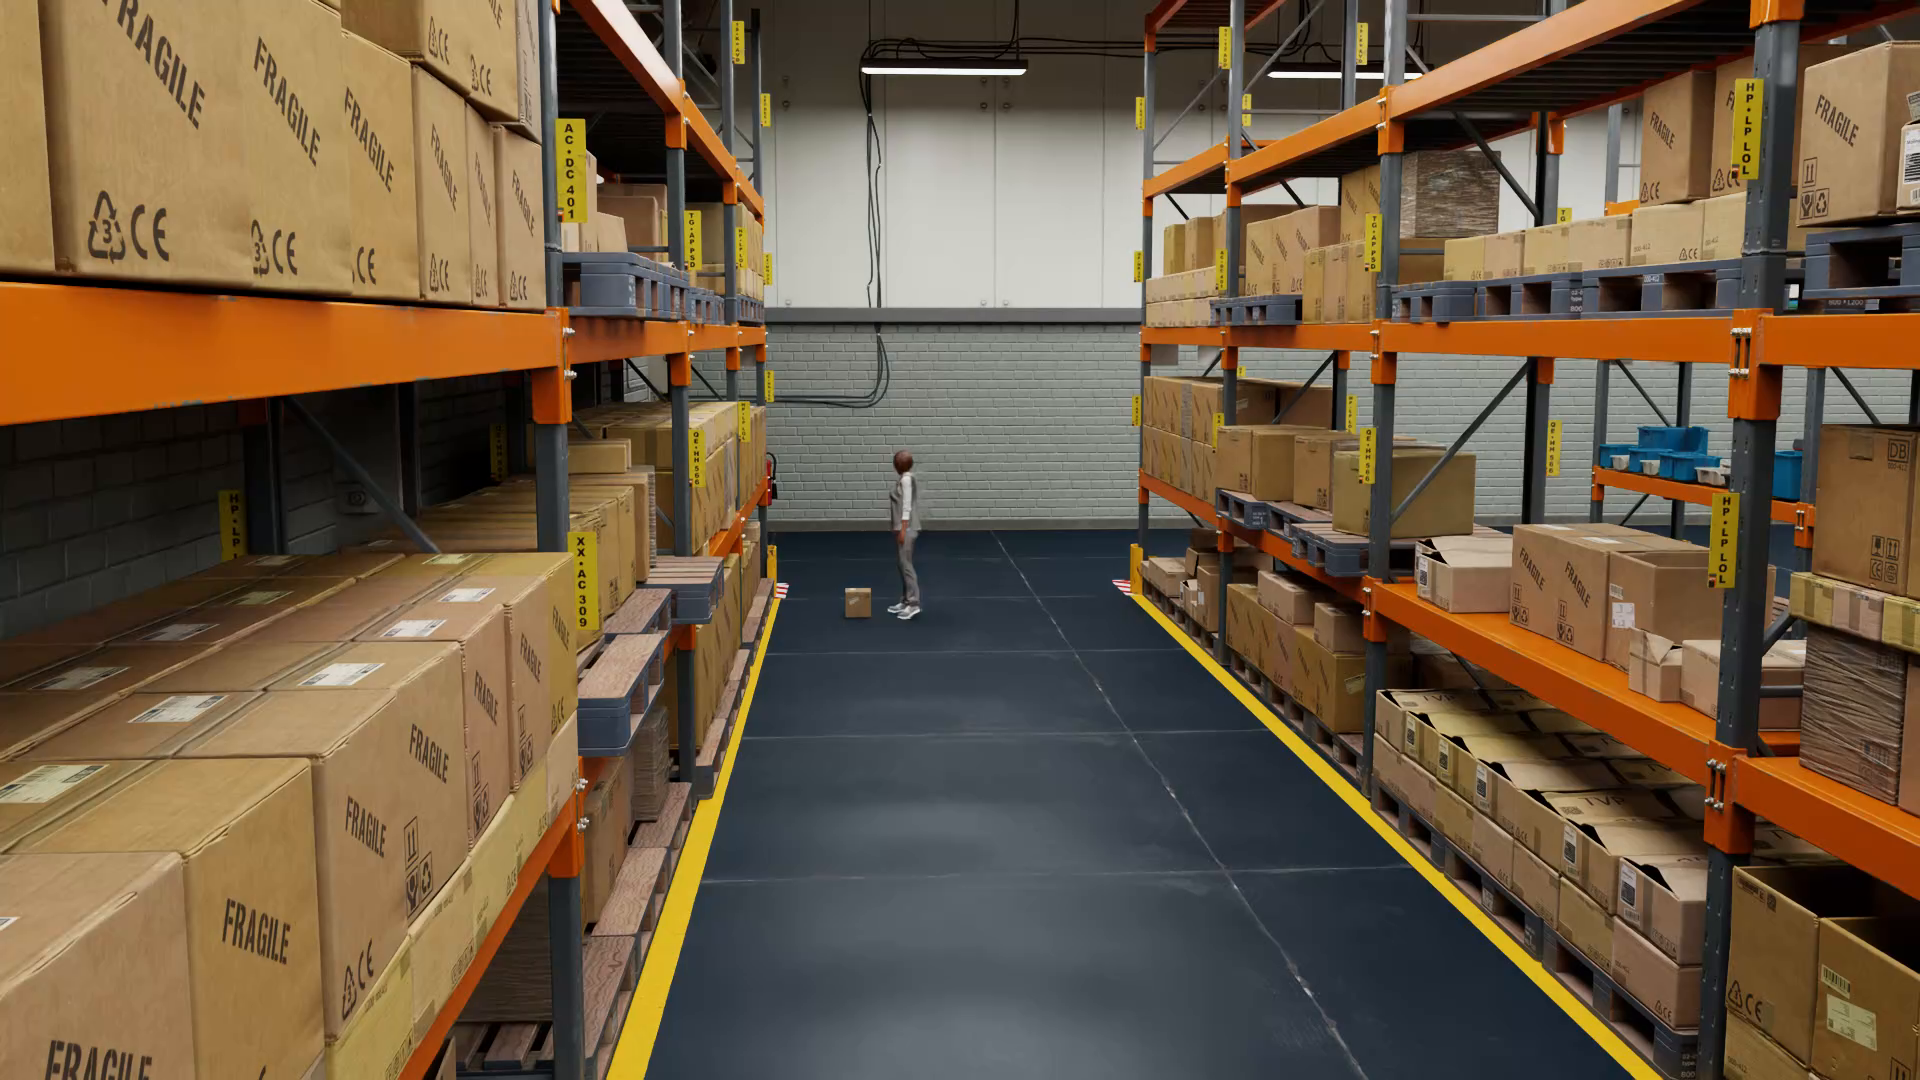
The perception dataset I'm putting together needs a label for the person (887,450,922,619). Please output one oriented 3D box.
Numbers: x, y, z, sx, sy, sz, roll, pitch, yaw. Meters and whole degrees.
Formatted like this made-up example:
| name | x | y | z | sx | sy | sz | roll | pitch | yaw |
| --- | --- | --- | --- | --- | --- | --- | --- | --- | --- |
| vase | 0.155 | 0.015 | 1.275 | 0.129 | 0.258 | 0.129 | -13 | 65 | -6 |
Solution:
| name | x | y | z | sx | sy | sz | roll | pitch | yaw |
| --- | --- | --- | --- | --- | --- | --- | --- | --- | --- |
| person | -0.542 | -0.067 | 16.229 | 0.340 | 1.611 | 0.575 | 0 | 7 | -3 |
